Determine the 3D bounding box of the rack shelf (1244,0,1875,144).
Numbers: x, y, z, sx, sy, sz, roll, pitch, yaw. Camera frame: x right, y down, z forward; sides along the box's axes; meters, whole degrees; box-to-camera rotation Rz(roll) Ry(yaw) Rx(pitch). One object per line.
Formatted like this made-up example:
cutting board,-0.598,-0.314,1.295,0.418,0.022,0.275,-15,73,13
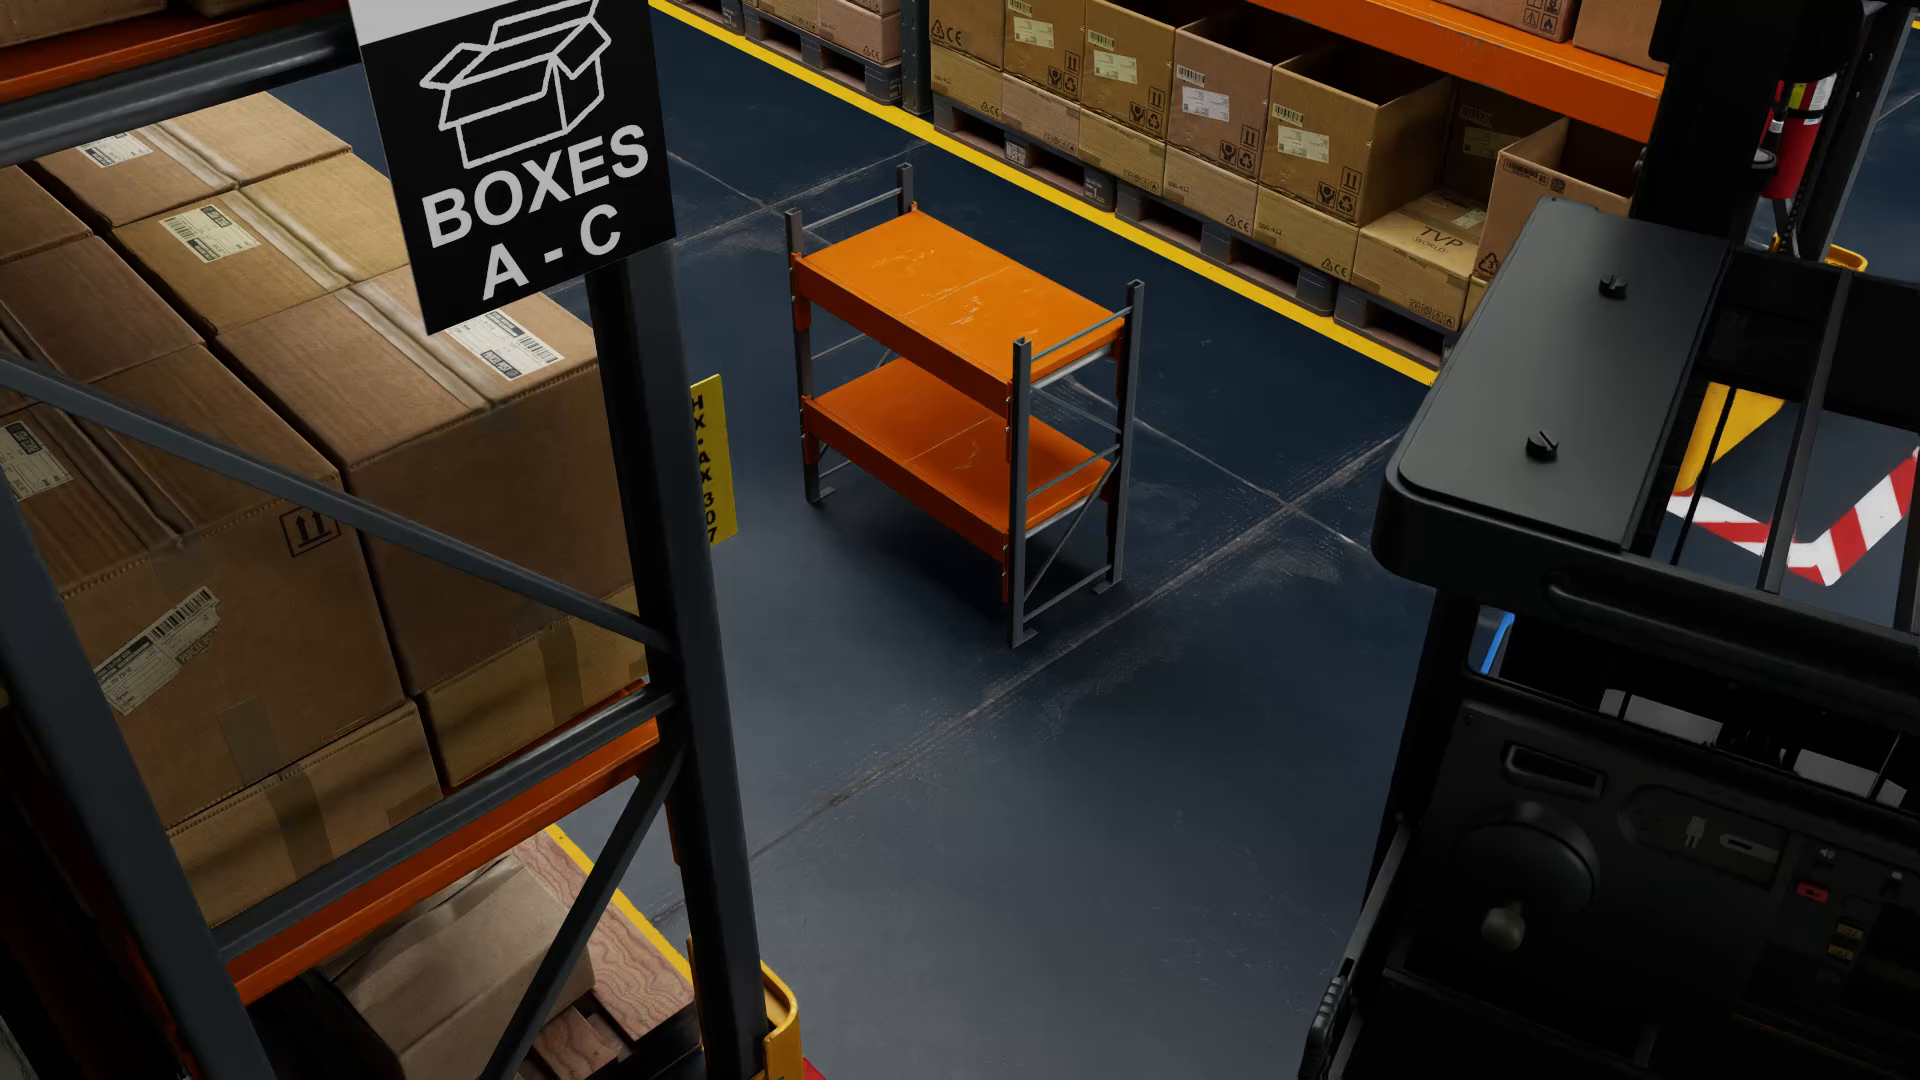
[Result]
rack shelf,1.472,-2.304,6.713,1.077,0.370,4.000,-30,48,-32

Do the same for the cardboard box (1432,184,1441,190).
cardboard box,1.947,-1.556,7.068,0.500,0.250,0.500,-30,48,-32

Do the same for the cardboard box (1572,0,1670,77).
cardboard box,2.518,-1.919,5.583,0.700,0.500,0.500,-30,48,-32

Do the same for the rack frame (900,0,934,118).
rack frame,0.119,-3.510,7.633,1.000,3.000,0.127,-30,48,-32

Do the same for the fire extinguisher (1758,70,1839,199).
fire extinguisher,2.562,-1.376,5.053,0.296,0.674,0.183,-30,48,-32

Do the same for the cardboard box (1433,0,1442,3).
cardboard box,1.828,-2.392,6.169,0.700,0.500,0.500,-30,47,-31

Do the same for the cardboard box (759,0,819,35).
cardboard box,-0.716,-2.907,8.740,0.500,0.250,0.500,-31,48,-32

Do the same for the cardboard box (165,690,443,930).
cardboard box,-1.281,0.365,2.939,0.500,0.250,0.500,-29,47,-31

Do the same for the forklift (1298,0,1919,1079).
forklift,1.138,0.647,2.540,1.130,2.935,3.031,19,42,21

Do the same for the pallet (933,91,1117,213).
pallet,0.626,-2.039,8.031,1.003,0.211,1.213,-30,48,-32

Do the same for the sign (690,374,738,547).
sign,-0.422,-0.119,2.745,0.100,0.325,0.005,-30,48,-32

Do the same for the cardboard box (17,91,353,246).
cardboard box,-1.595,-0.616,3.557,0.500,0.500,0.500,-32,49,-33

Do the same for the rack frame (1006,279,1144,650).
rack frame,0.339,-0.205,5.033,0.500,1.125,0.032,-30,48,-32

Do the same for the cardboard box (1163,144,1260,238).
cardboard box,1.221,-1.564,7.077,0.500,0.250,0.500,-30,48,-32

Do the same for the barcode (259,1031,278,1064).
barcode,-1.530,1.123,3.679,0.001,0.075,0.075,-30,48,-32

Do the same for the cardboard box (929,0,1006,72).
cardboard box,0.202,-2.548,7.698,0.500,0.500,0.500,-30,48,-32

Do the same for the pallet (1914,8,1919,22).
pallet,5.844,-3.070,9.308,1.003,0.211,1.213,-30,48,-32

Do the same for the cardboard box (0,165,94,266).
cardboard box,-1.983,-0.395,3.283,0.500,0.500,0.500,-31,48,-33

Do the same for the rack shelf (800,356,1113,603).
rack shelf,-0.005,-0.251,5.478,0.538,0.278,1.000,-30,48,-32

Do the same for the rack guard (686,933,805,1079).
rack guard,-0.873,1.385,3.561,1.175,0.500,0.348,-30,48,-32

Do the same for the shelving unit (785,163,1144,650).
shelving unit,-0.005,-0.441,5.325,0.538,1.125,1.048,-30,48,-32

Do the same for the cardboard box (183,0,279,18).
cardboard box,-0.864,-1.026,2.075,0.500,0.500,0.500,-29,47,-31

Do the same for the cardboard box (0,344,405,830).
cardboard box,-1.297,0.079,2.695,0.500,0.500,0.500,-31,48,-32

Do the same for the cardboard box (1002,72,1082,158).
cardboard box,0.544,-2.026,7.650,0.500,0.250,0.500,-30,48,-32

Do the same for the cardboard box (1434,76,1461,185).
cardboard box,1.939,-1.843,6.826,0.500,0.500,0.500,-30,48,-32

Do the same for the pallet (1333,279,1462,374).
pallet,2.277,-0.910,6.633,1.003,0.211,1.213,-30,48,-32

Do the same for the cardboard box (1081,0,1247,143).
cardboard box,0.879,-2.085,7.126,0.500,0.500,0.500,-30,48,-32

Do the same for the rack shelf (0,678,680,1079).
rack shelf,-2.174,-0.198,4.104,1.077,0.370,4.000,-30,48,-32

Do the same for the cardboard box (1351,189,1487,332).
cardboard box,1.897,-1.101,6.504,0.500,0.250,0.500,-30,48,-32

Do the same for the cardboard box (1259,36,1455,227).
cardboard box,1.556,-1.622,6.553,0.500,0.500,0.500,-30,48,-32

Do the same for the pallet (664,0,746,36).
pallet,-1.237,-3.314,9.610,1.003,0.211,1.213,-30,48,-32

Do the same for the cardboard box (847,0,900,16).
cardboard box,-0.366,-2.887,8.270,0.500,0.311,0.500,-30,48,-32

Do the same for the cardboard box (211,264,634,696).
cardboard box,-0.923,-0.142,2.969,0.500,0.500,0.500,-30,48,-32
